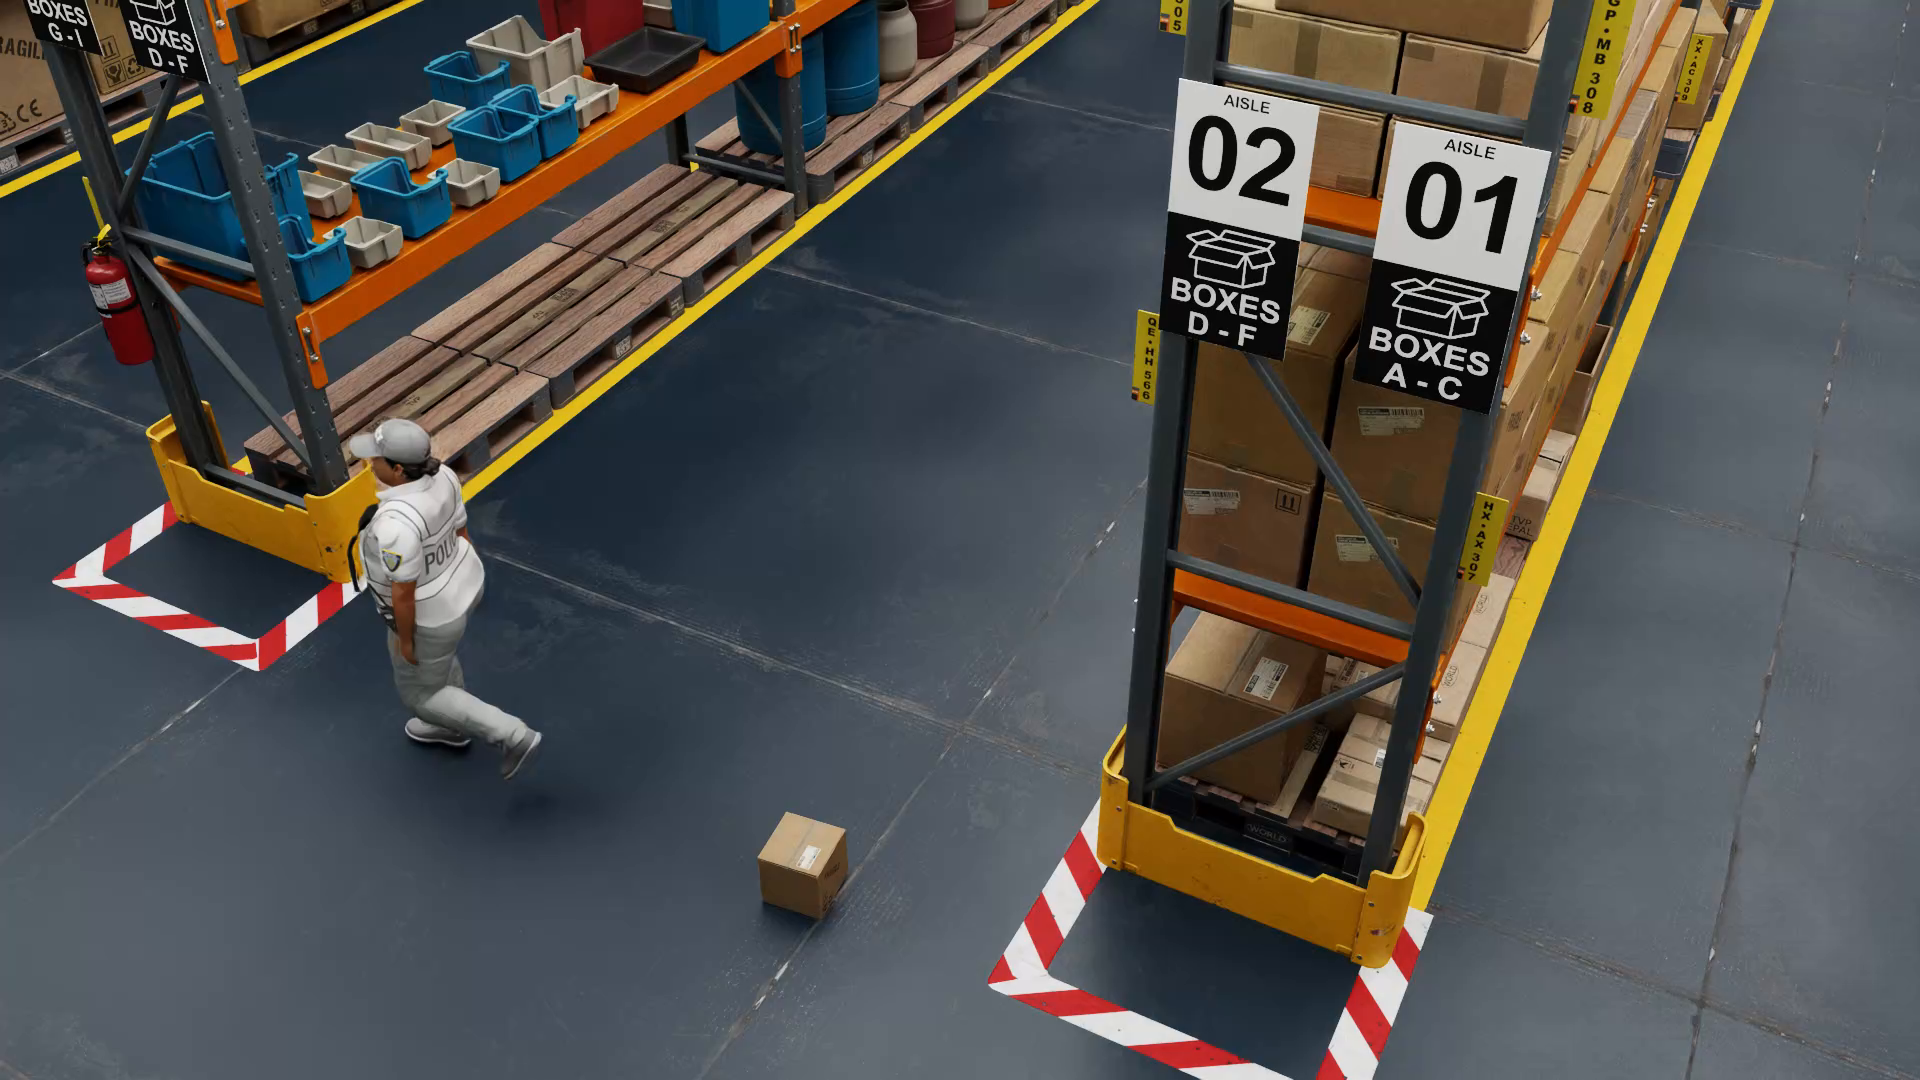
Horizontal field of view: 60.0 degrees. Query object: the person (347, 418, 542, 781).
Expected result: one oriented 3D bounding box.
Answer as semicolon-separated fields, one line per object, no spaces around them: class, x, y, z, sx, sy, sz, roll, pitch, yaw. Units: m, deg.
person;-1.992;0.249;6.404;0.727;1.636;0.482;7;39;9
